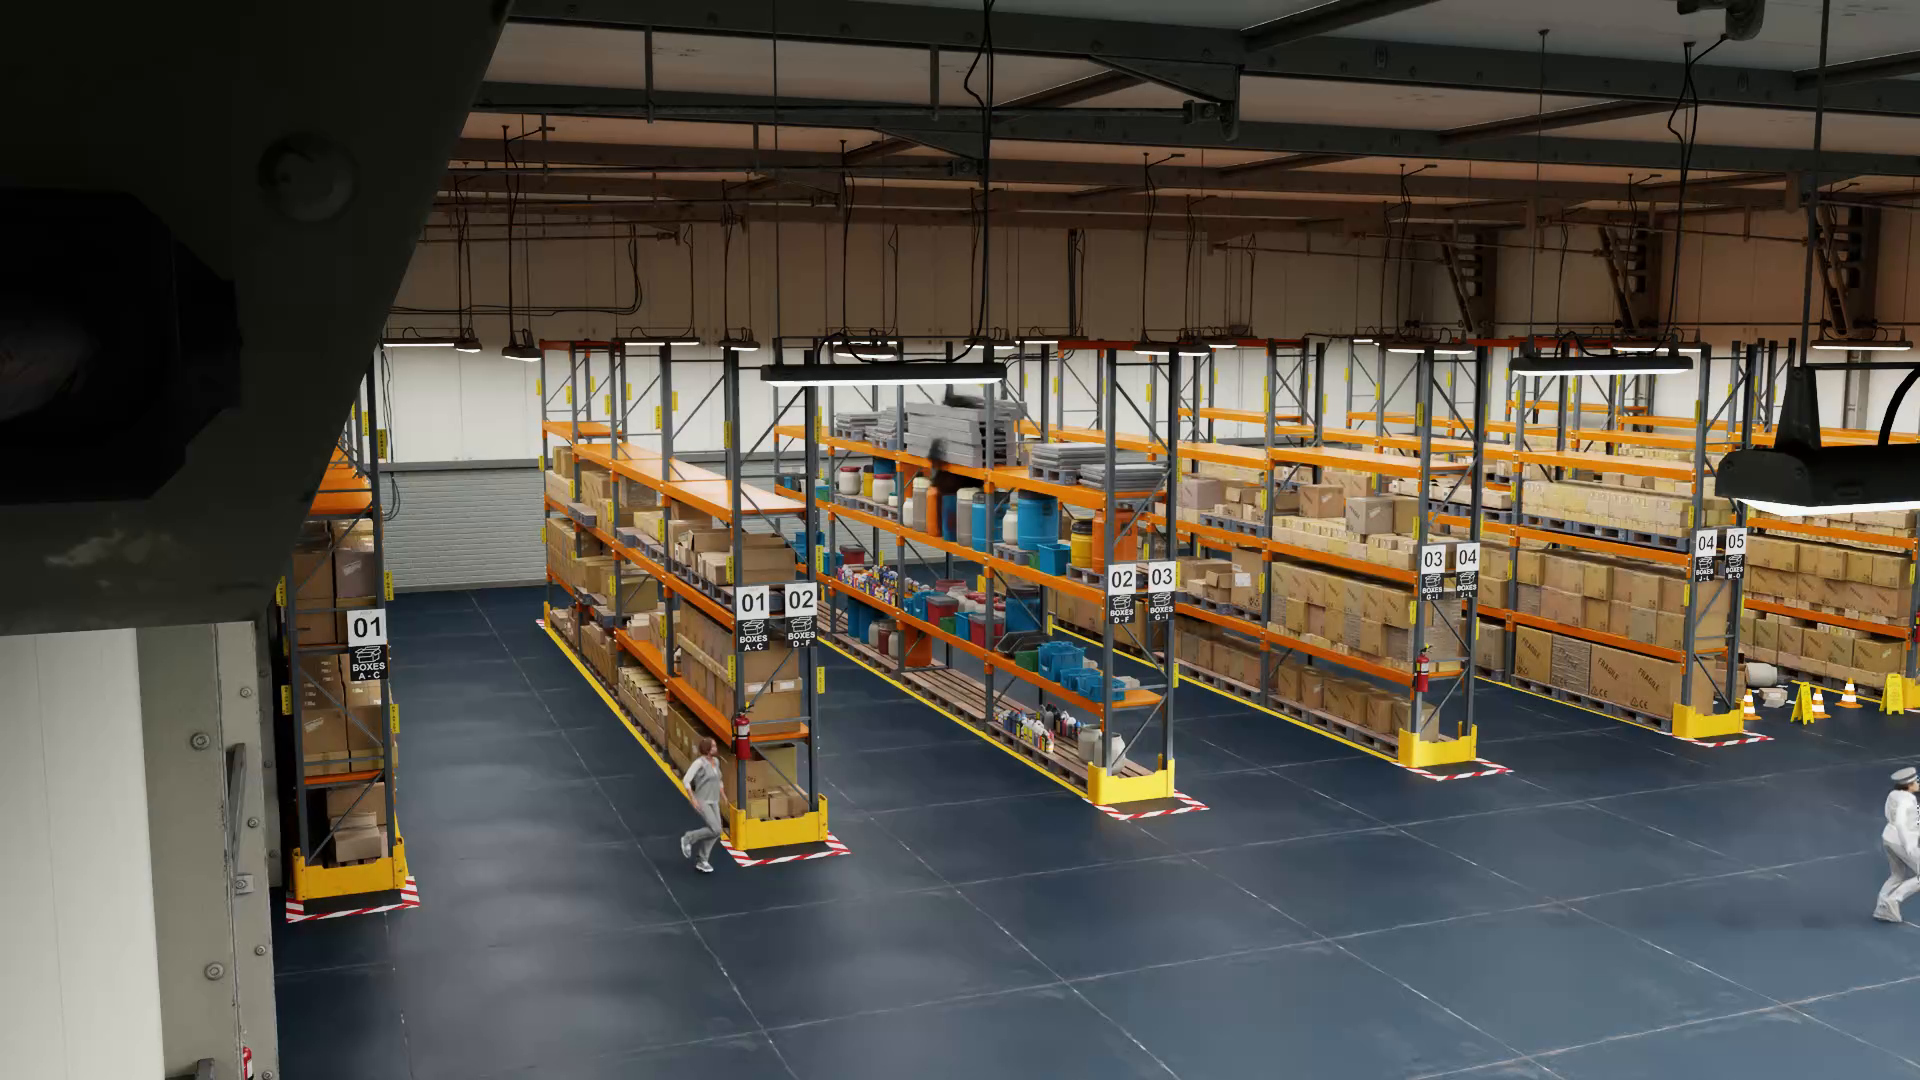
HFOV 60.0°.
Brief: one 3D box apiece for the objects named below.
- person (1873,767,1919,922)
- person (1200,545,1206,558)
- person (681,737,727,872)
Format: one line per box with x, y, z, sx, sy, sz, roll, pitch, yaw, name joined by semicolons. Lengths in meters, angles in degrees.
10.028;3.221;17.627;0.567;1.662;0.623;0;7;1;person
6.098;0.122;41.931;0.491;1.547;0.778;2;8;15;person
-2.951;3.063;19.417;0.502;1.518;0.582;4;8;27;person
